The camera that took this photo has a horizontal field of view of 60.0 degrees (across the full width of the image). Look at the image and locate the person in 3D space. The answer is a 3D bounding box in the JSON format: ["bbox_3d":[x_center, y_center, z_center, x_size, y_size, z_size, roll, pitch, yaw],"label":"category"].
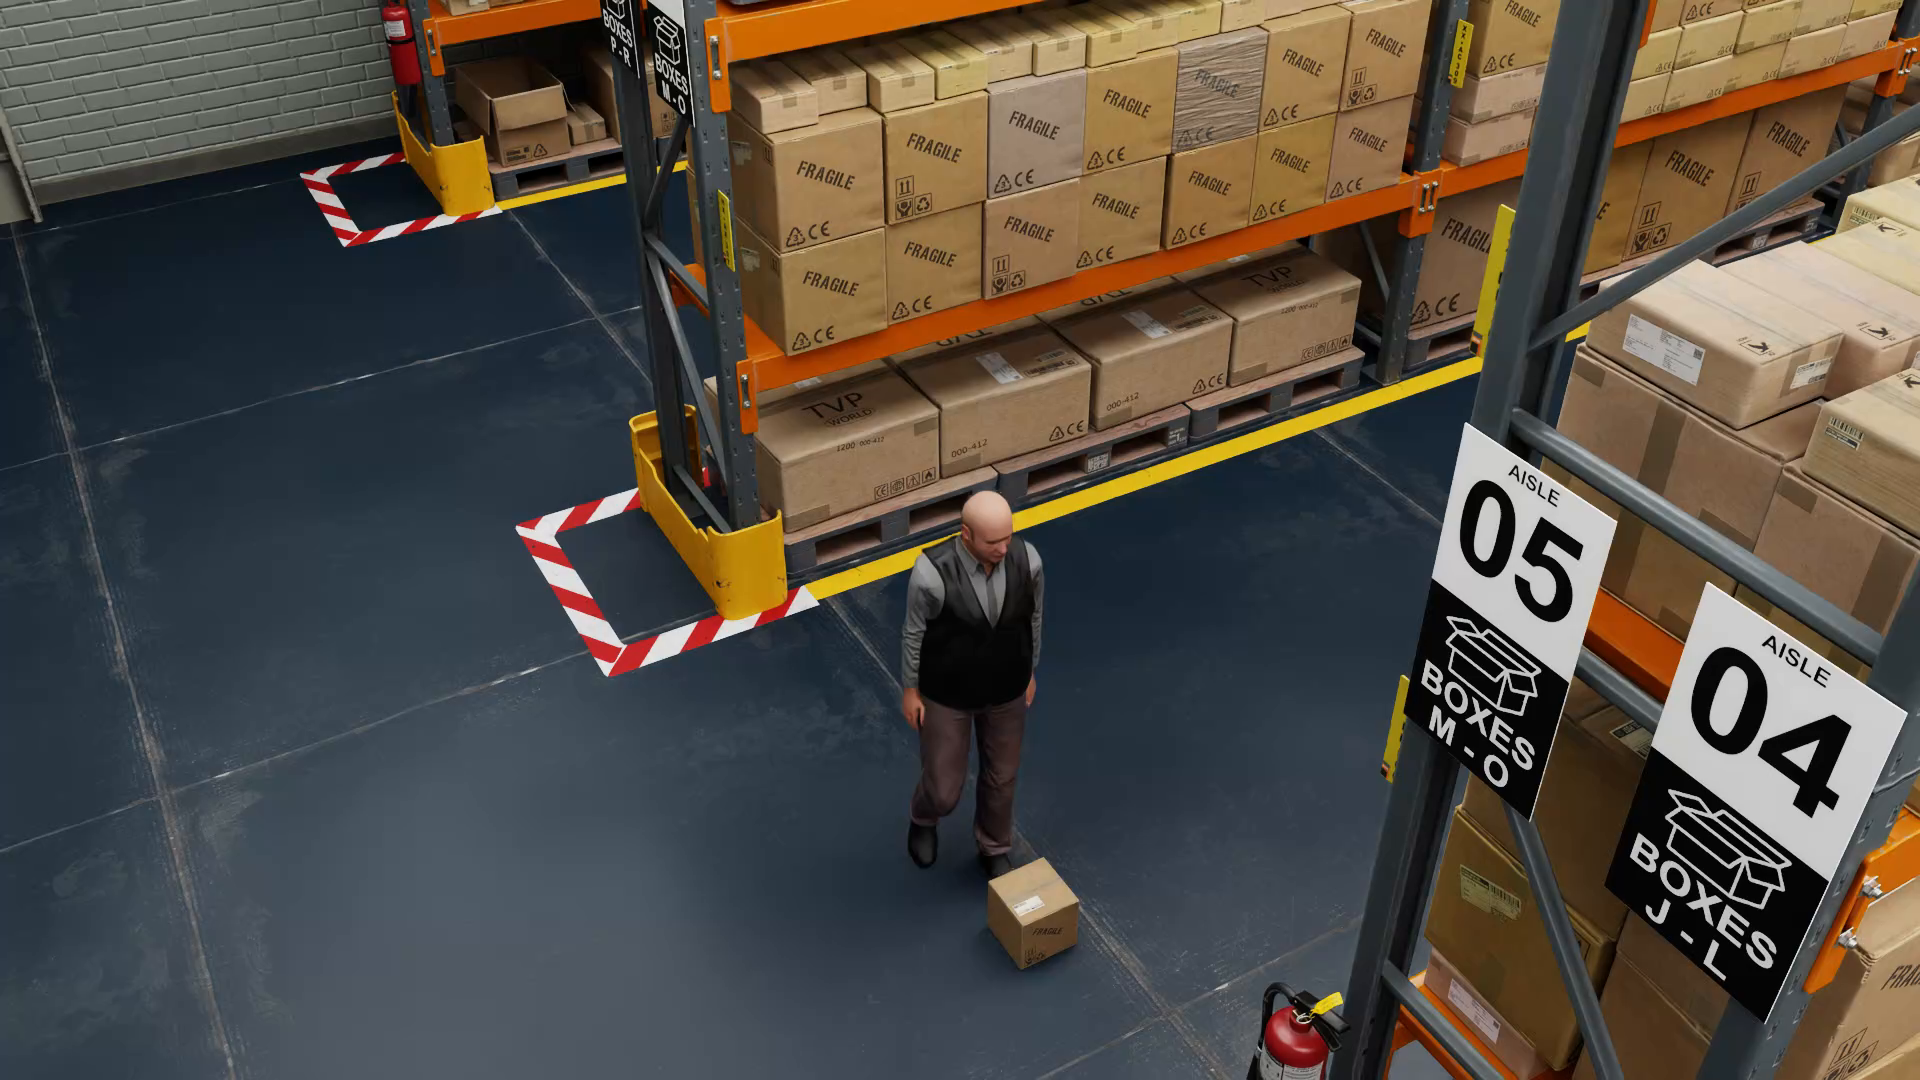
[{"bbox_3d":[0.073,0.597,6.123,0.570,1.731,0.487,-14,39,-18],"label":"person"}]
